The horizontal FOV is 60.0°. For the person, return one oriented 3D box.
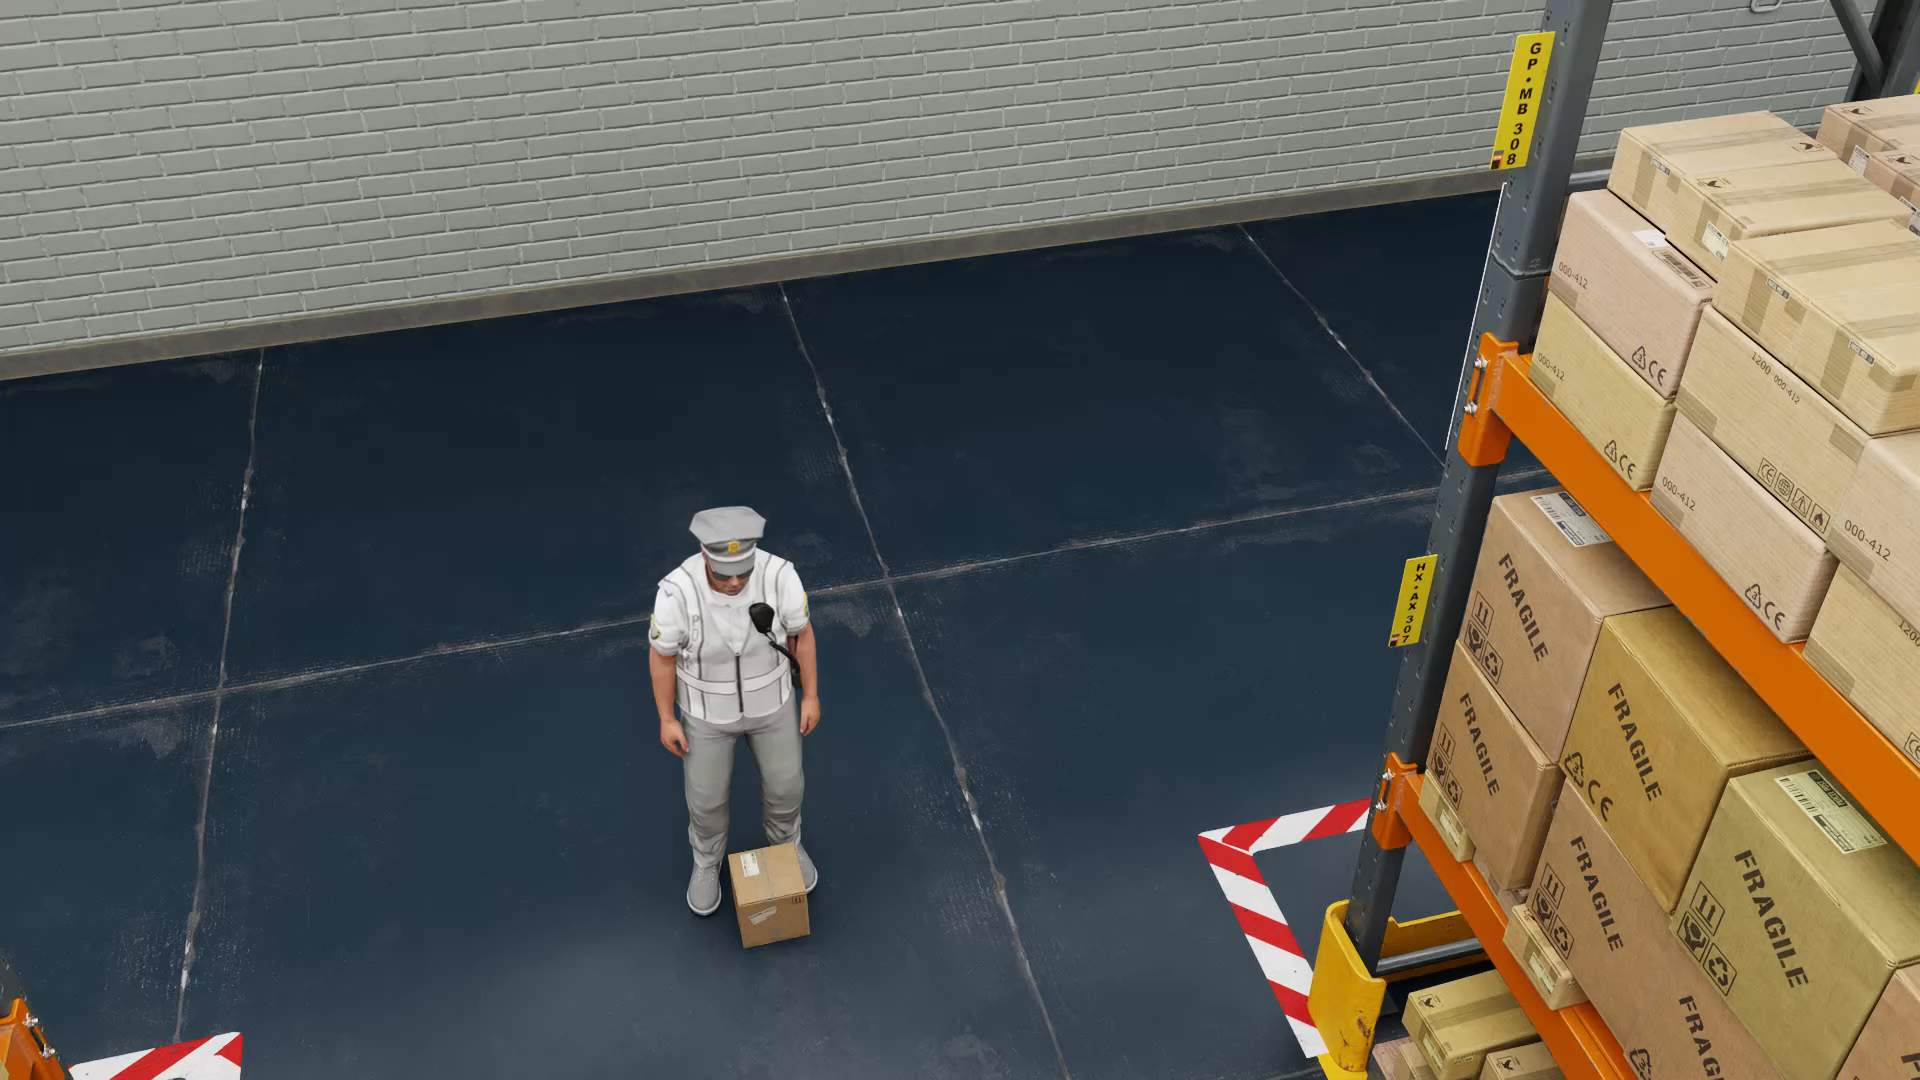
[{"bbox_3d":[-0.796,0.577,5.969,0.586,1.747,0.436,-9,39,-11],"label":"person"}]
